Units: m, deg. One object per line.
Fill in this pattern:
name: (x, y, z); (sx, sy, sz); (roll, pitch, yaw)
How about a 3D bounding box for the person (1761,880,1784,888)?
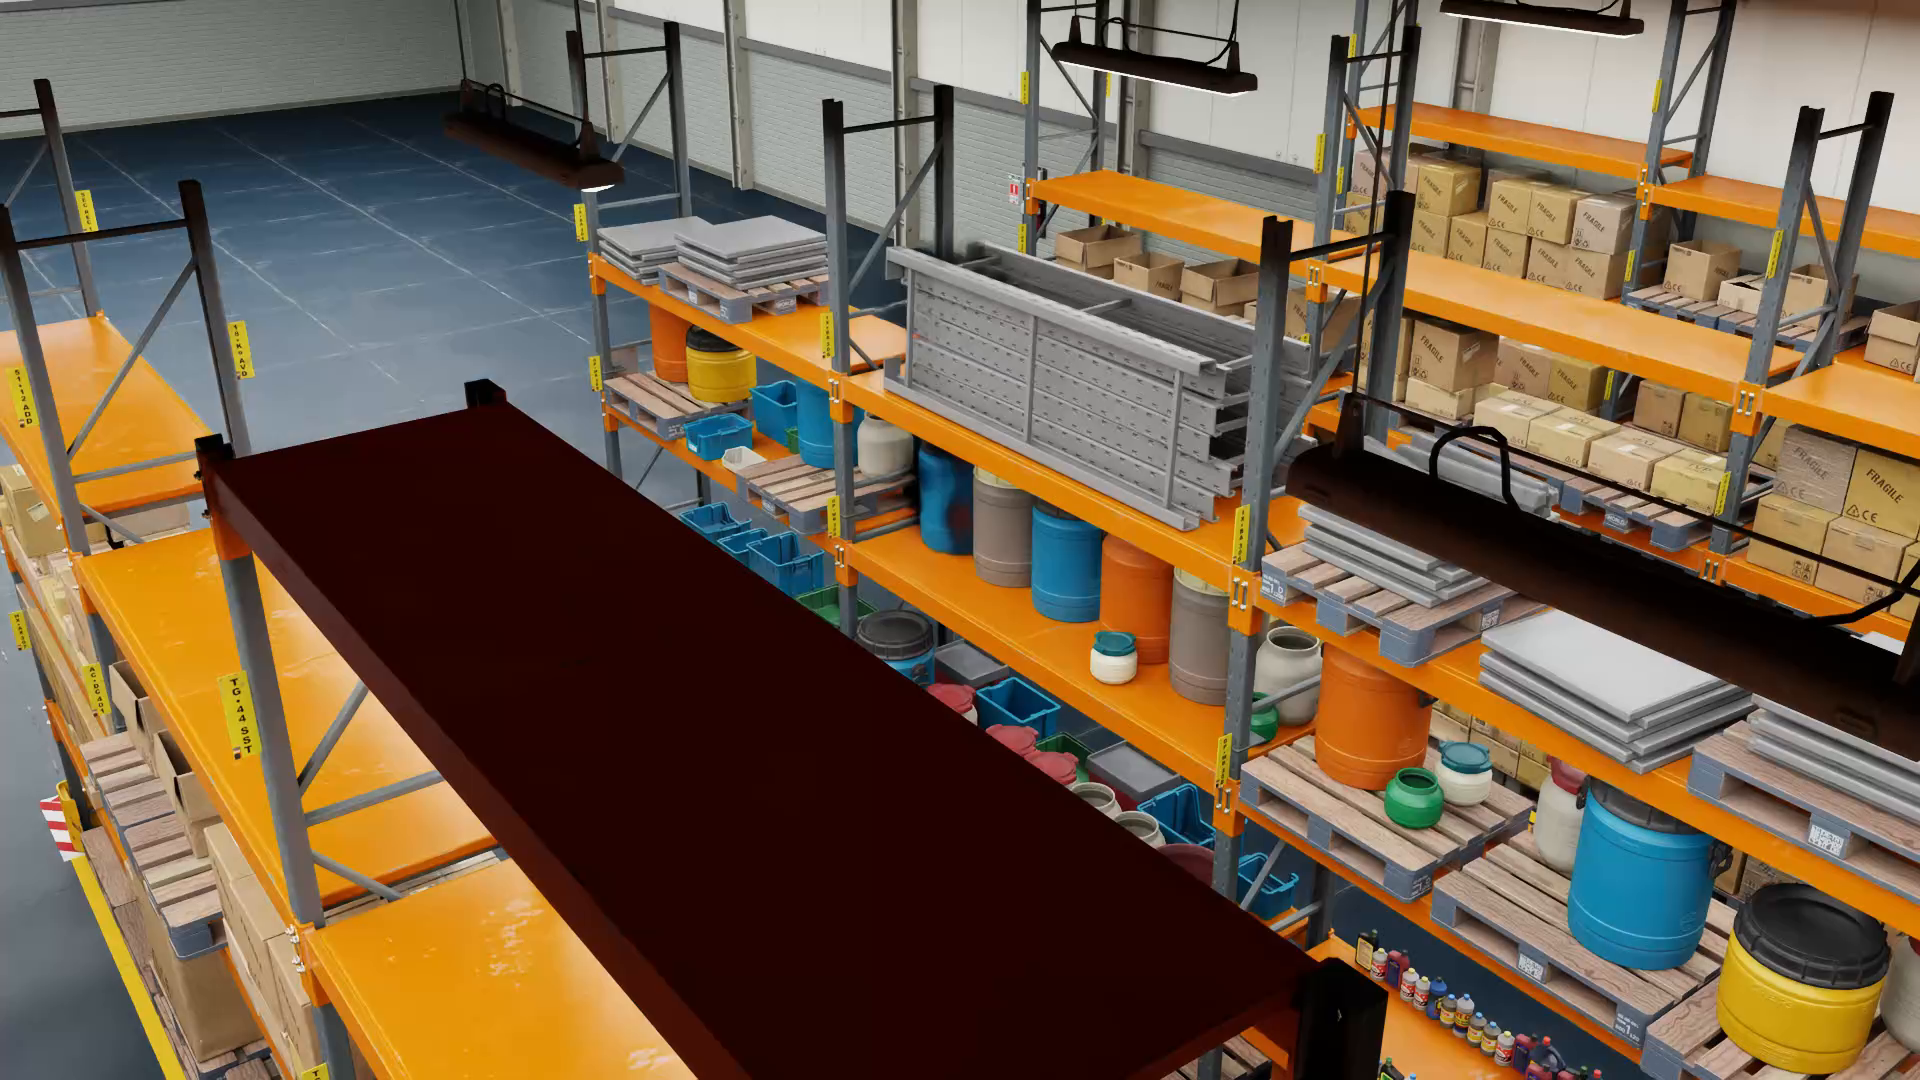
person: (5.175, 2.893, 10.806); (0.887, 1.563, 0.538); (21, 32, 38)
